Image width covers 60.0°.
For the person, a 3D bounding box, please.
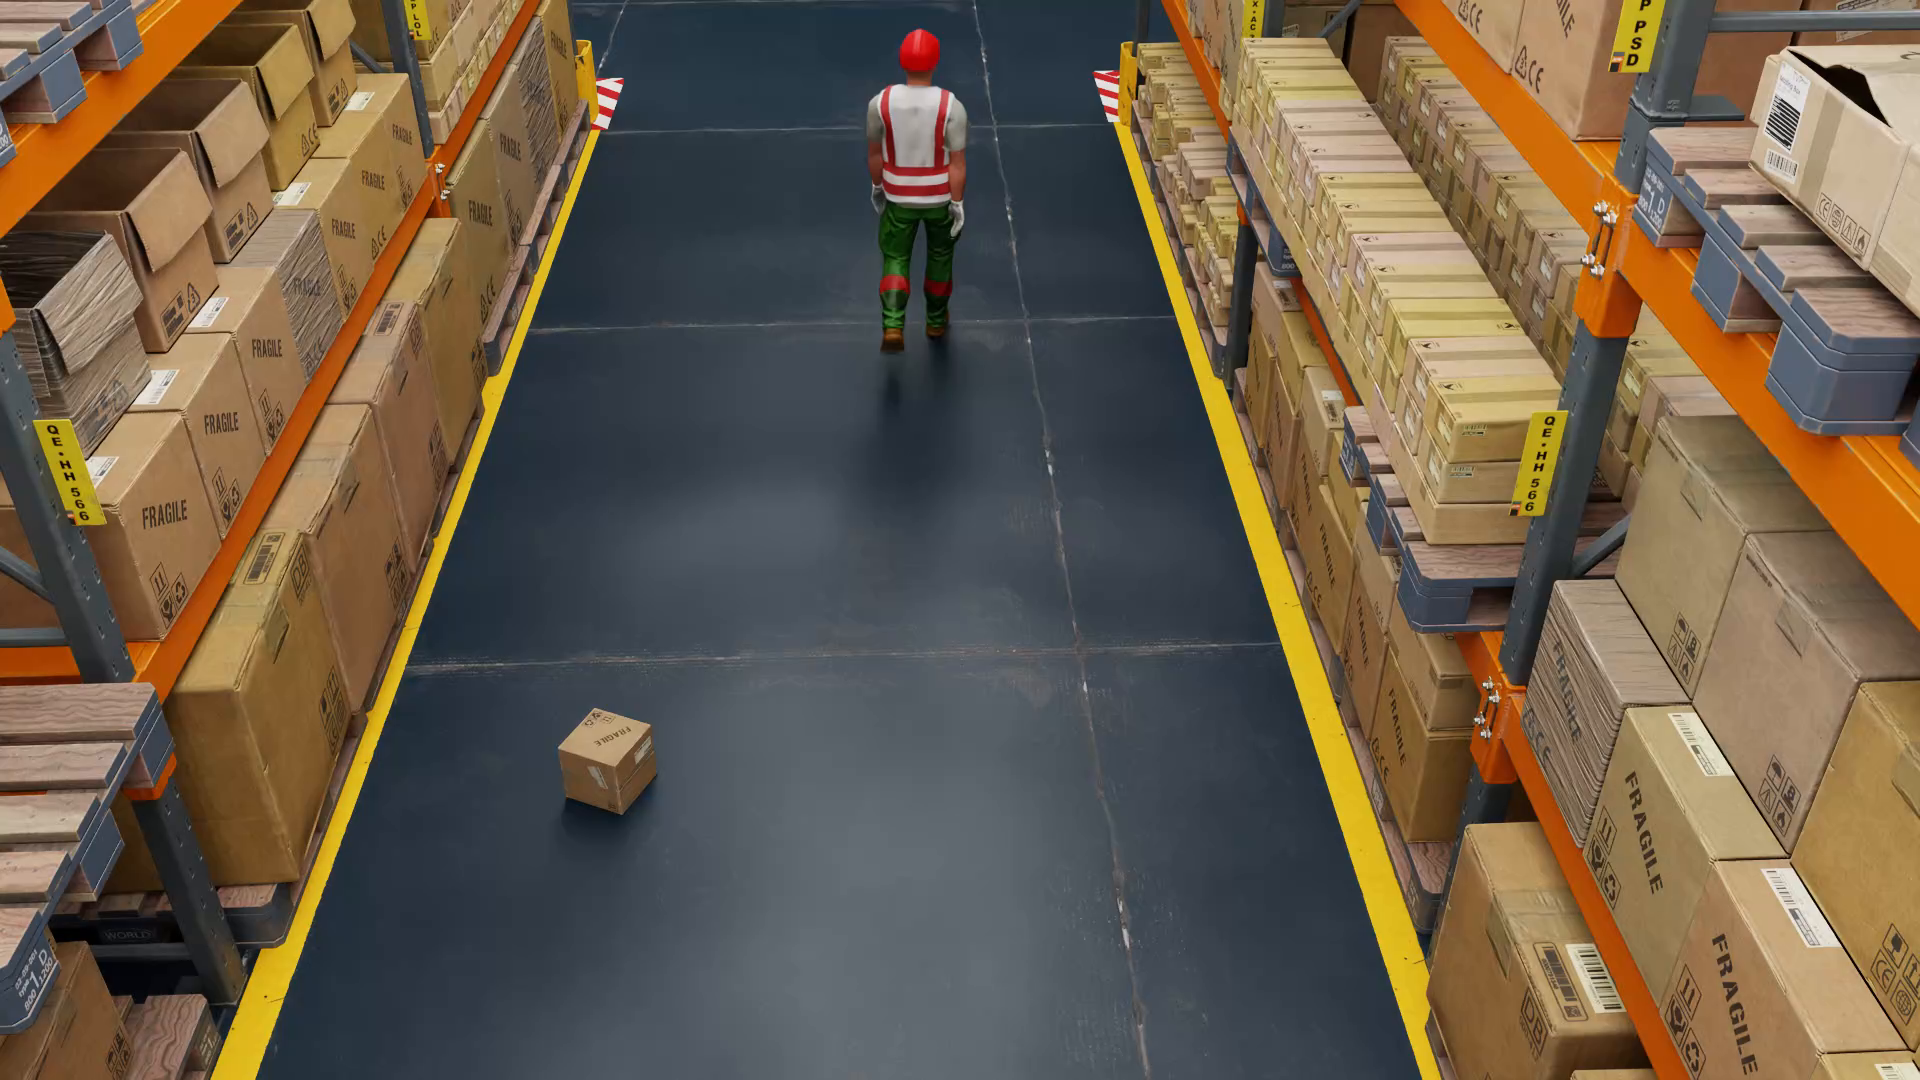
[{"bbox_3d":[-0.219,-1.784,8.667,0.531,1.768,0.842,3,35,5],"label":"person"}]
